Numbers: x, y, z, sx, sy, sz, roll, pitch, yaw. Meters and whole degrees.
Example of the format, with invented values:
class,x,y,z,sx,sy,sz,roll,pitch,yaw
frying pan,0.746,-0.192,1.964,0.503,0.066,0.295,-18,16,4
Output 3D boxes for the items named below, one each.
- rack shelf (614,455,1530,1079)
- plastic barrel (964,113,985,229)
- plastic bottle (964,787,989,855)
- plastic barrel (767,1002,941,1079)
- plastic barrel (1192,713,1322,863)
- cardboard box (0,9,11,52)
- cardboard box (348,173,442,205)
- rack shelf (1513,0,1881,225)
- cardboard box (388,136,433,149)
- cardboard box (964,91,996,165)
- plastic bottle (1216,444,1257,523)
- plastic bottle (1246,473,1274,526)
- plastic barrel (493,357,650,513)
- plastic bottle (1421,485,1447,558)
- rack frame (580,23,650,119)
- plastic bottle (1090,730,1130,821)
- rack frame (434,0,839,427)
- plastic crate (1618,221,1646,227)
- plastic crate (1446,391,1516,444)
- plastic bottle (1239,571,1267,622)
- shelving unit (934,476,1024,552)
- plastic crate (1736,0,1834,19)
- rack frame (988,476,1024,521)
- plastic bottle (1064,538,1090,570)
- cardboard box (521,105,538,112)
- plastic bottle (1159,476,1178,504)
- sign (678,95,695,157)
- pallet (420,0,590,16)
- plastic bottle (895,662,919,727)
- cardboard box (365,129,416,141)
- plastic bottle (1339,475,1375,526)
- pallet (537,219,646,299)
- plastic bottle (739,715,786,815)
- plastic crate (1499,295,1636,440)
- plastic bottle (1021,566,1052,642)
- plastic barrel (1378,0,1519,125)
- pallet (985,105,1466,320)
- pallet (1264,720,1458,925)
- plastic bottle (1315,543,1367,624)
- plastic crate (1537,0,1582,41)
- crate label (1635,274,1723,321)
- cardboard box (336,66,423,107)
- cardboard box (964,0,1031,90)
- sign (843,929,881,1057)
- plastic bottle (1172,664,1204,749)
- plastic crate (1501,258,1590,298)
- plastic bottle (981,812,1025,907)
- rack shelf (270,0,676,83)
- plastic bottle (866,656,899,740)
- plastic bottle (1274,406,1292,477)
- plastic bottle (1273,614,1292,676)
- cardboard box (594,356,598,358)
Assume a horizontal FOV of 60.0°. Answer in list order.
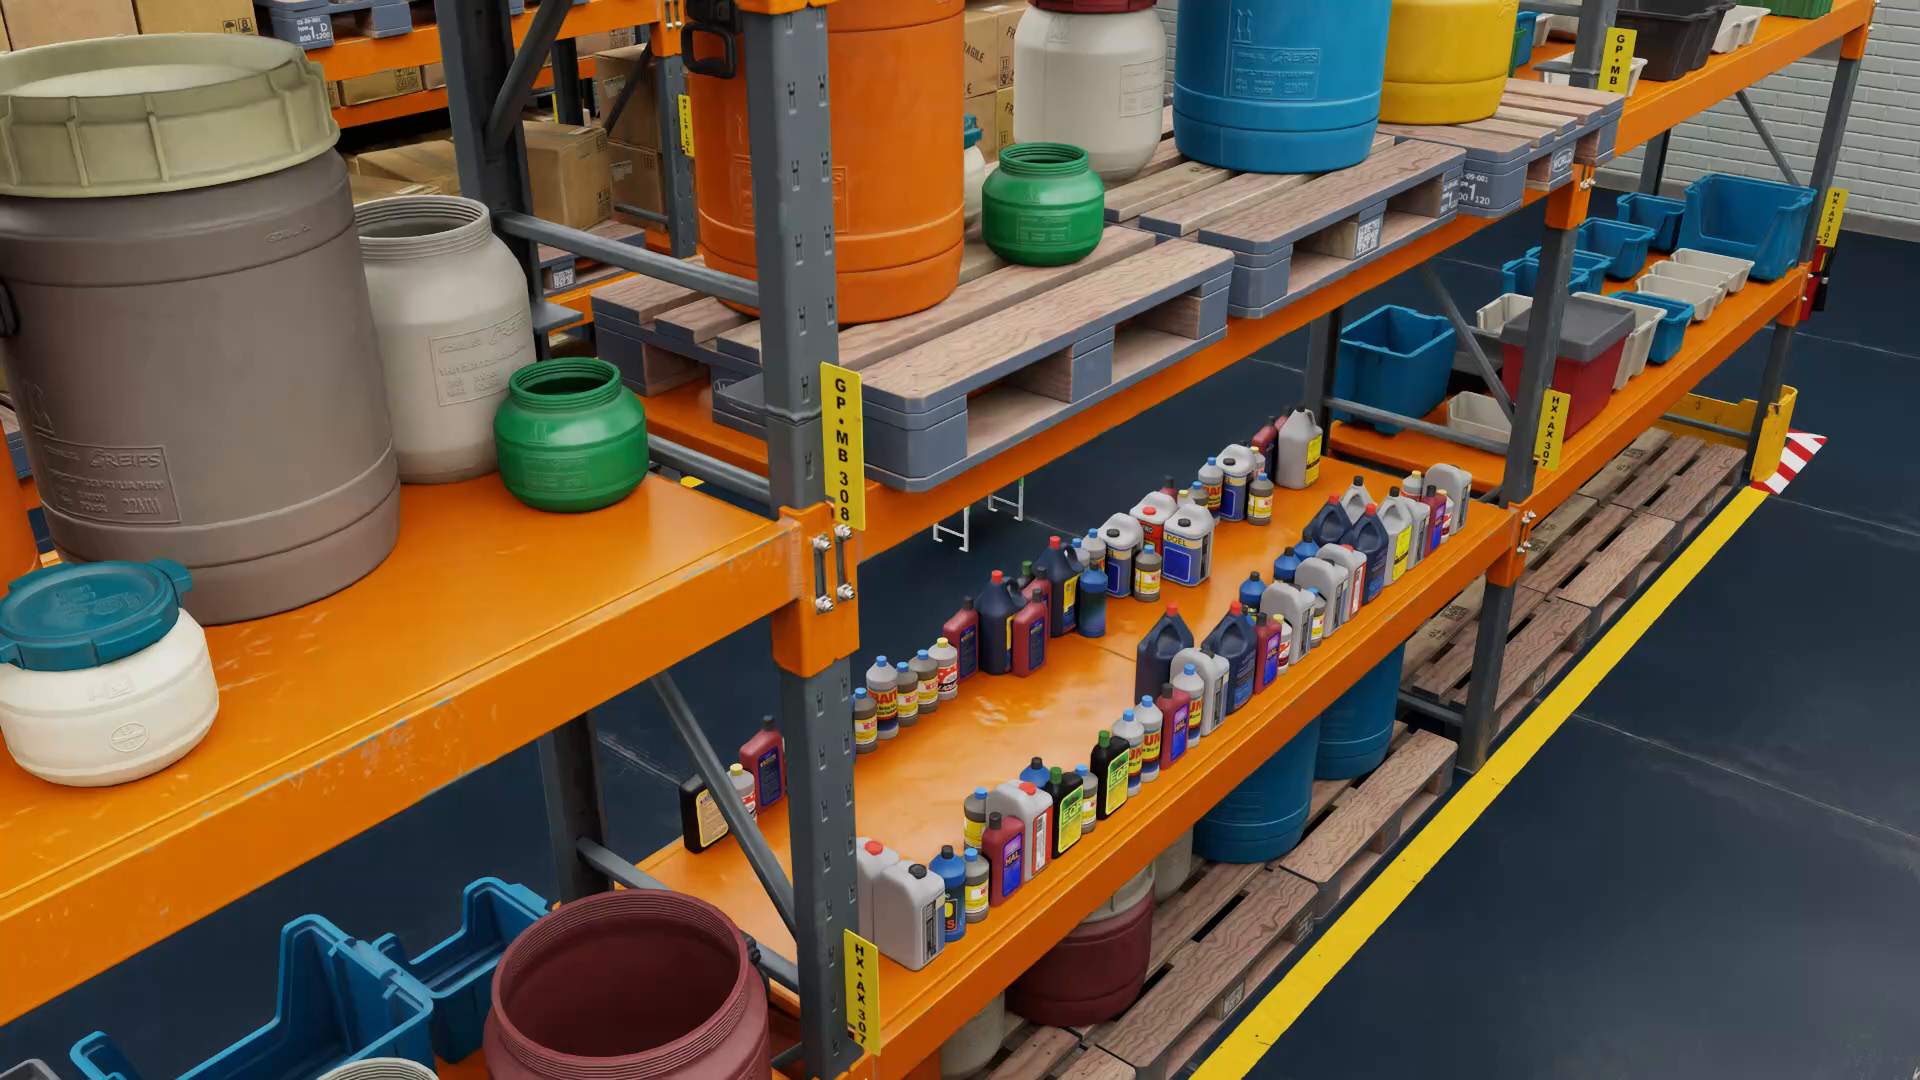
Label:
class,x,y,z,sx,sy,sz,roll,pitch,yaw
rack shelf,0.620,0.562,5.683,1.077,0.370,4.000,21,34,34
plastic barrel,-0.083,-0.929,4.210,0.301,0.262,0.301,0,27,0
plastic bottle,0.059,0.787,4.681,0.097,0.201,0.097,0,27,0
plastic barrel,-0.354,1.550,4.894,0.600,0.830,0.708,21,34,34
plastic barrel,1.083,0.717,6.425,0.600,0.901,0.708,21,34,34
cardboard box,-4.220,-2.039,6.553,0.910,0.500,0.500,21,34,34
cardboard box,-3.004,-1.502,8.324,0.700,0.500,0.500,12,30,22
rack shelf,3.164,-2.189,7.735,1.077,0.370,4.000,21,34,34
cardboard box,-4.507,-3.215,13.758,0.380,0.149,0.250,20,33,33
cardboard box,-0.107,-2.780,11.250,0.500,0.500,0.500,21,34,35
plastic bottle,1.071,-0.229,6.564,0.152,0.276,0.135,21,34,34
plastic bottle,1.179,-0.166,6.523,0.097,0.201,0.097,0,27,0
plastic barrel,-0.770,-0.210,3.295,0.294,0.245,0.294,0,27,0
plastic bottle,1.779,-0.086,6.278,0.061,0.283,0.133,21,34,34
rack frame,-3.208,-4.781,15.227,1.000,3.000,0.127,21,34,34
plastic bottle,0.434,0.664,4.829,0.061,0.283,0.133,21,34,34
rack frame,-0.652,-1.713,2.768,1.000,3.000,0.127,21,34,34
plastic crate,3.757,-1.714,9.520,0.250,0.136,0.298,21,34,34
plastic crate,2.298,-0.500,7.173,0.396,0.136,0.243,21,34,34
plastic bottle,0.996,0.233,5.675,0.097,0.271,0.097,0,27,0
shelving unit,0.105,-0.592,9.088,0.258,1.200,0.503,21,34,34
plastic crate,4.029,-2.690,8.152,0.450,0.188,0.336,21,34,34
rack frame,0.261,-0.678,9.255,0.240,1.200,0.015,21,34,34
plastic bottle,0.410,0.121,5.891,0.097,0.271,0.097,0,27,0
cardboard box,-3.973,-3.791,14.870,0.380,0.149,0.250,21,34,35
plastic bottle,0.765,-0.095,6.296,0.061,0.283,0.133,21,34,34
sign,-1.497,-2.269,9.112,0.100,0.325,0.005,21,34,34
pallet,-2.397,-2.954,8.636,1.213,0.211,1.003,21,34,34
plastic bottle,-0.180,0.481,5.271,0.097,0.201,0.097,0,27,0
cardboard box,-4.781,-3.339,13.997,0.380,0.149,0.250,21,34,35
plastic bottle,1.449,-0.066,6.166,0.144,0.351,0.185,21,34,34
pallet,-2.520,-1.579,9.247,1.003,0.211,1.213,21,34,34
plastic bottle,-0.577,0.653,4.850,0.061,0.283,0.133,21,34,34
plastic crate,2.654,-0.765,7.330,0.402,0.464,0.583,21,34,34
plastic bottle,0.252,0.235,5.659,0.061,0.283,0.133,21,34,34
plastic barrel,1.468,-1.686,5.319,0.600,0.588,0.600,0,27,0
pallet,0.750,-1.006,4.871,1.003,0.211,1.213,21,34,34
pallet,1.369,1.033,7.024,1.003,0.211,1.213,21,34,34
plastic bottle,1.338,0.131,5.868,0.152,0.276,0.135,21,34,34
plastic crate,2.788,-2.469,7.623,0.437,0.282,0.530,21,34,34
crate label,3.704,-1.248,8.620,0.396,0.136,0.243,21,34,34
cardboard box,-4.926,-3.940,13.276,0.980,0.700,0.700,20,33,33
cardboard box,0.225,-3.405,11.371,0.500,0.500,0.500,22,34,36
sign,-0.223,1.037,3.803,0.100,0.325,0.005,21,34,34
plastic bottle,0.702,0.507,5.146,0.097,0.271,0.097,0,27,0
plastic crate,2.997,-1.273,8.563,0.416,0.233,0.300,21,34,34
plastic bottle,0.117,0.841,4.487,0.061,0.283,0.133,21,34,34
rack shelf,-3.200,-2.220,7.794,1.077,0.370,4.000,21,34,34
plastic bottle,-0.242,0.485,5.188,0.097,0.271,0.097,0,27,0
plastic bottle,1.330,-0.410,6.905,0.061,0.283,0.133,21,34,34
plastic bottle,1.052,0.343,5.539,0.097,0.201,0.097,0,27,0
cardboard box,-2.020,-0.742,9.662,0.500,0.500,0.500,21,34,34
